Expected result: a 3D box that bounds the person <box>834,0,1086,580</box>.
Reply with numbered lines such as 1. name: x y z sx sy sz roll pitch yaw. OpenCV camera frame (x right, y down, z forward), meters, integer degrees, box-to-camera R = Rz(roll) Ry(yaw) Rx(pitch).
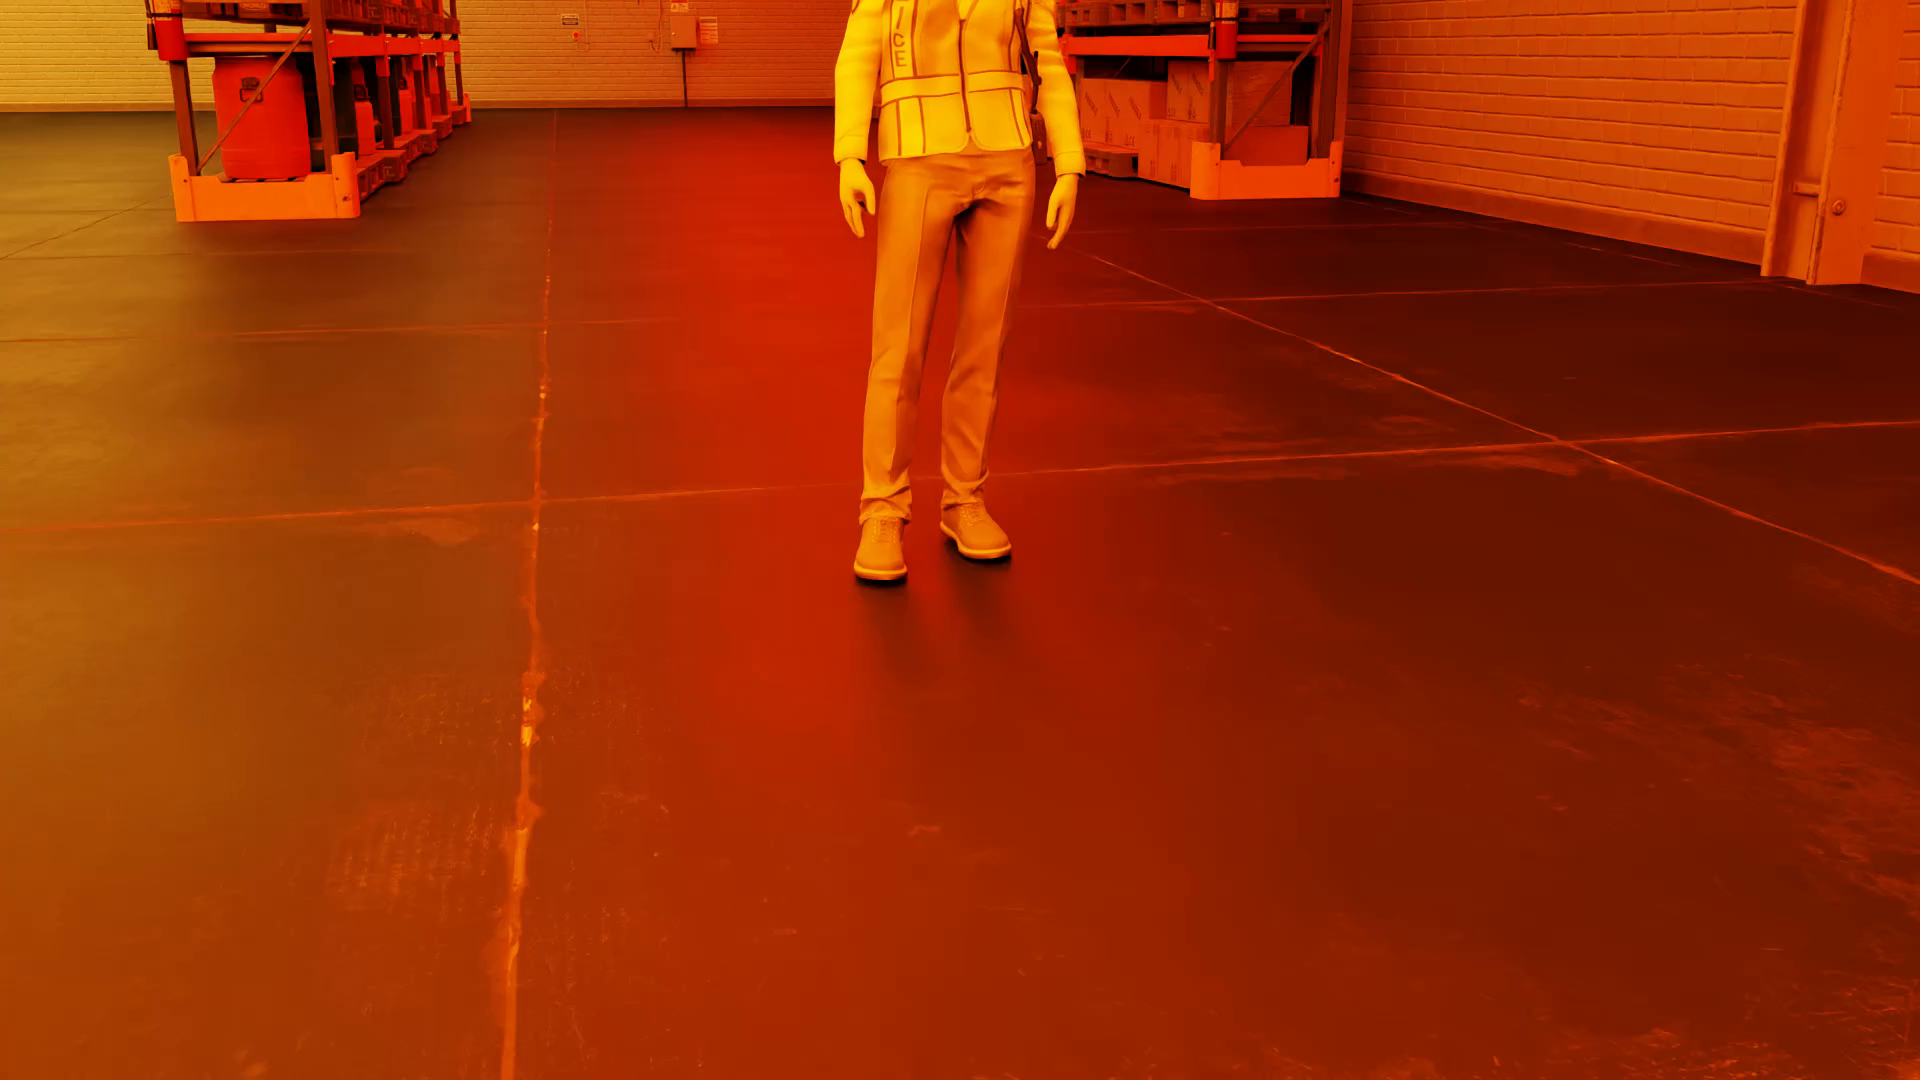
1. person: 0.009 -0.800 3.708 0.587 1.696 0.534 -4 17 -12
